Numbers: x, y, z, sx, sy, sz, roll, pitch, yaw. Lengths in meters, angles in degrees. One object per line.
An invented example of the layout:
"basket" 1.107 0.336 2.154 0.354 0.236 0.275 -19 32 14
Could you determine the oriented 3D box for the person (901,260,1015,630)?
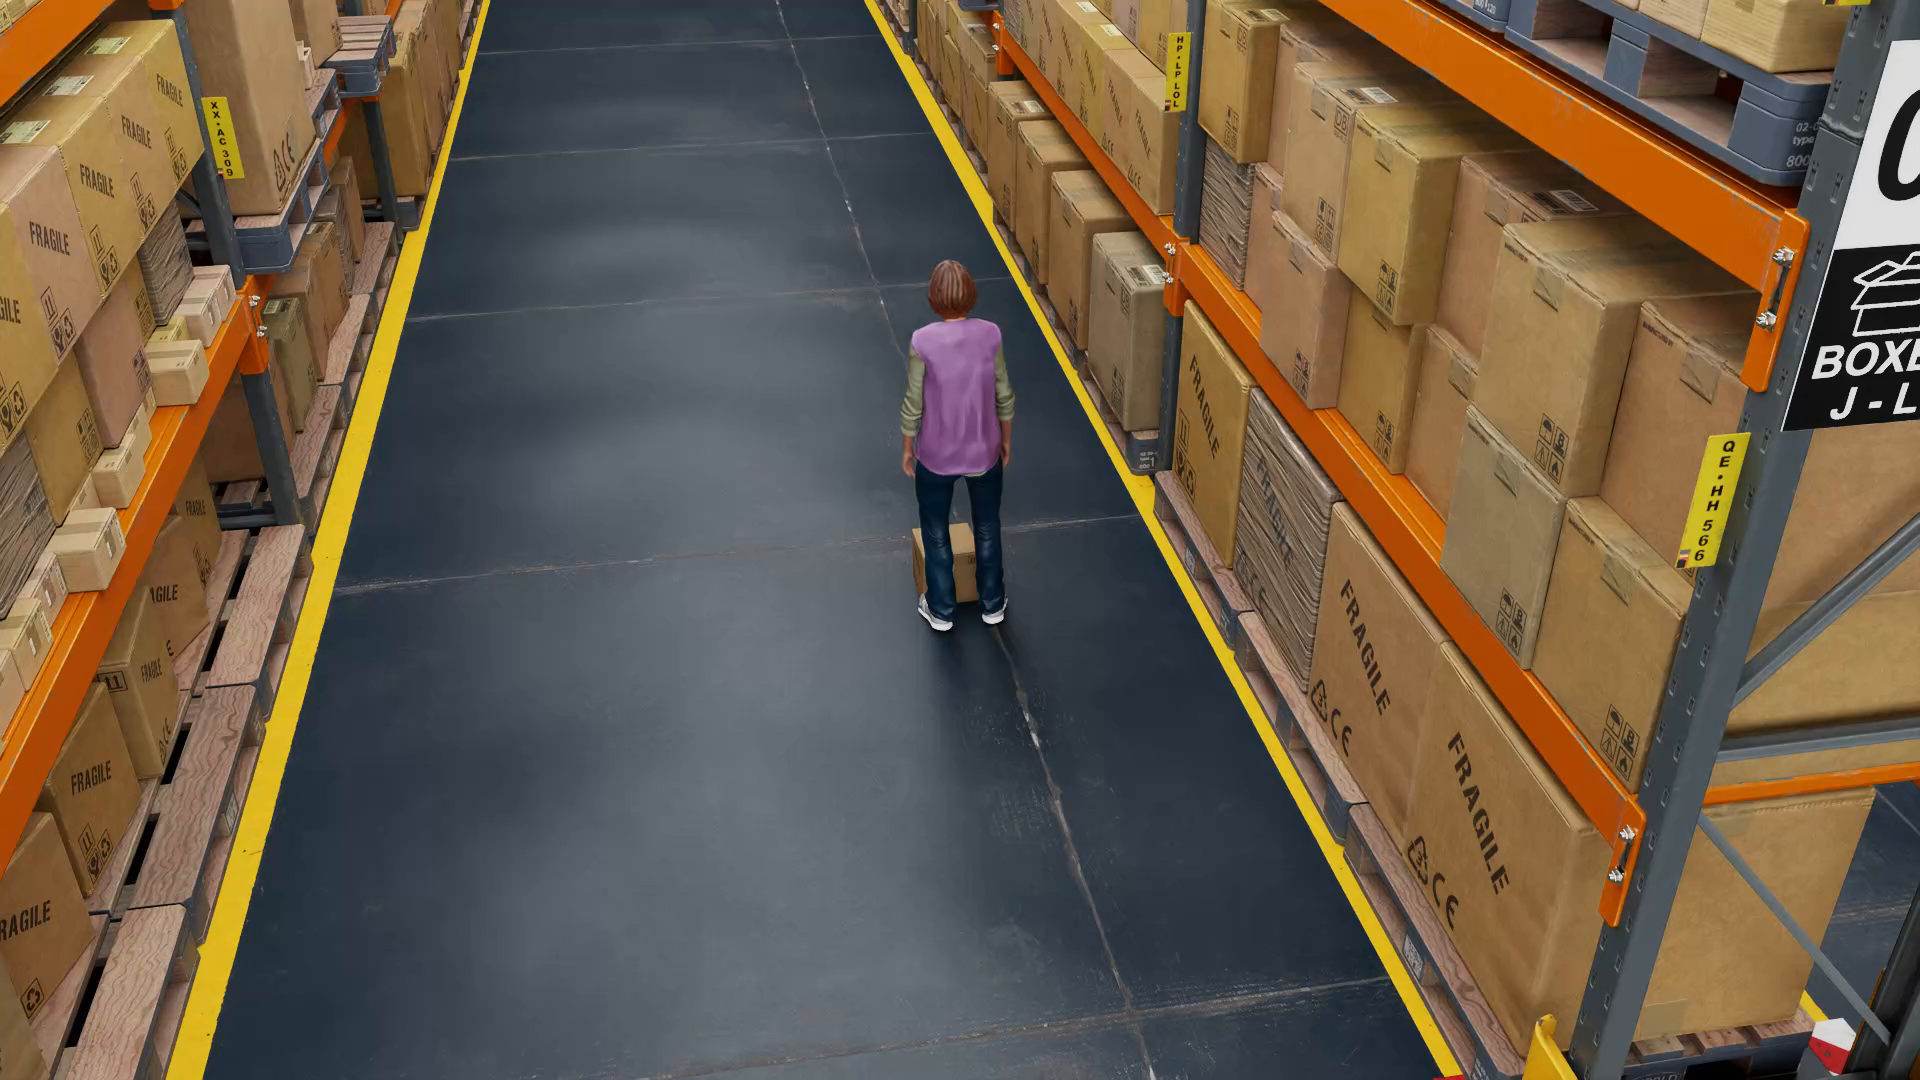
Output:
"person" -0.008 -0.349 6.722 0.462 1.593 0.343 -5 32 -9
